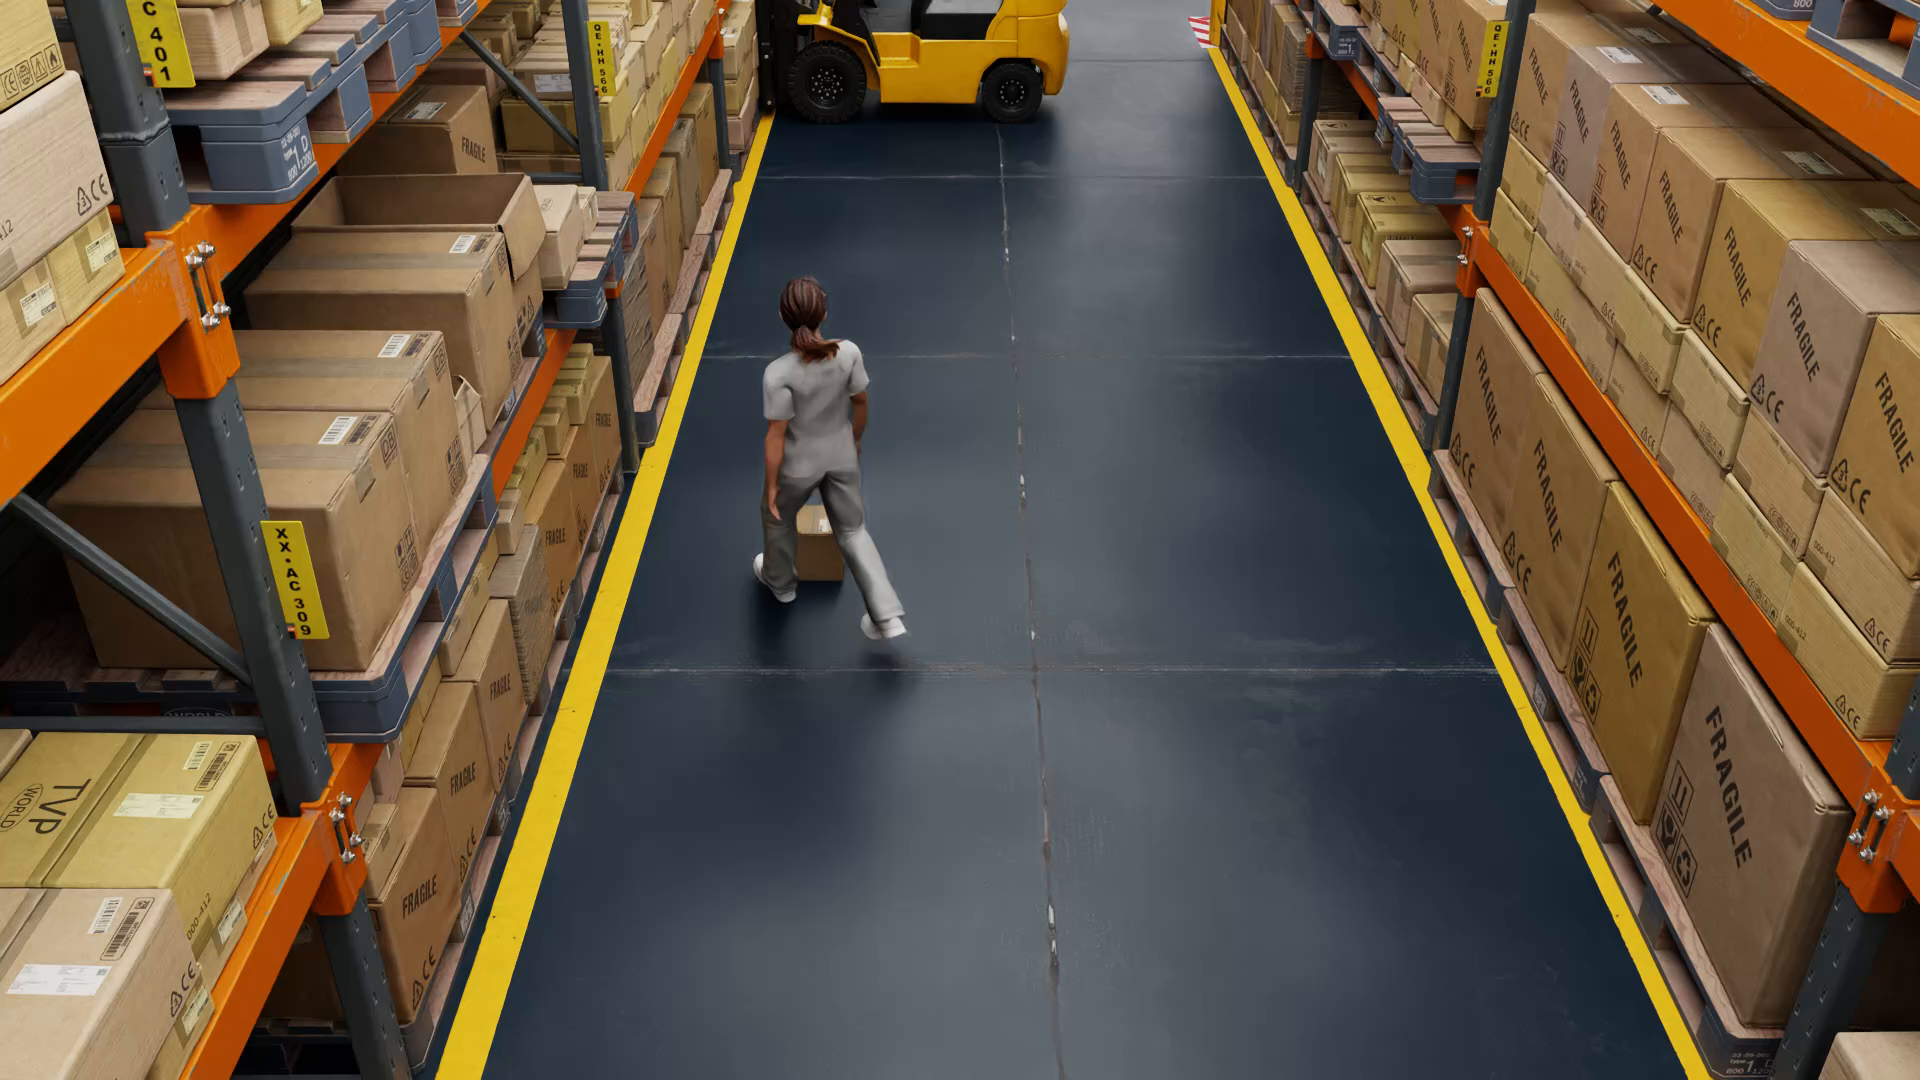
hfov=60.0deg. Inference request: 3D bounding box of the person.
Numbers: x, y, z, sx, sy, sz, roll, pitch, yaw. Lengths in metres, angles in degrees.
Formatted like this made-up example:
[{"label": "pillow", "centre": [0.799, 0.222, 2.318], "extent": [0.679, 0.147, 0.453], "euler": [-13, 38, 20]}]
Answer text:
[{"label": "person", "centre": [-0.601, -0.336, 6.725], "extent": [0.477, 1.621, 0.992], "euler": [-15, 35, -23]}]
